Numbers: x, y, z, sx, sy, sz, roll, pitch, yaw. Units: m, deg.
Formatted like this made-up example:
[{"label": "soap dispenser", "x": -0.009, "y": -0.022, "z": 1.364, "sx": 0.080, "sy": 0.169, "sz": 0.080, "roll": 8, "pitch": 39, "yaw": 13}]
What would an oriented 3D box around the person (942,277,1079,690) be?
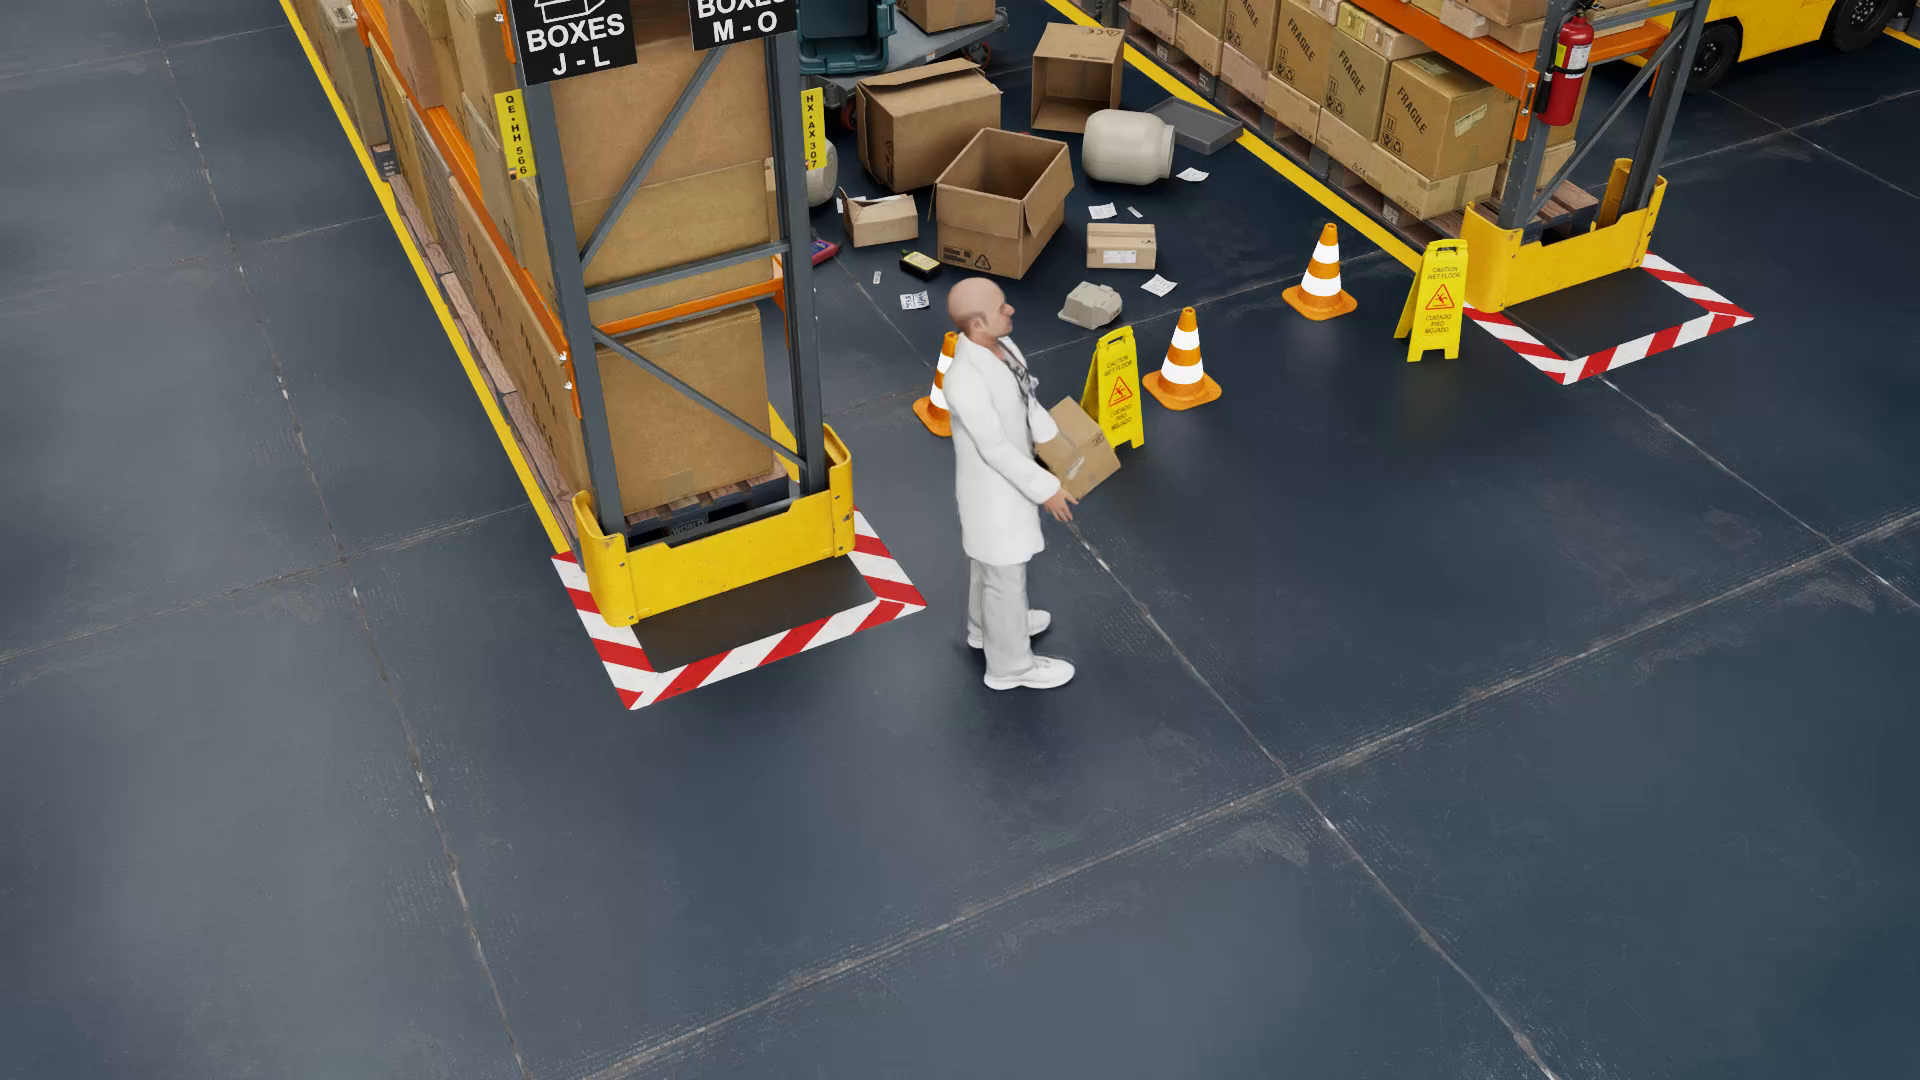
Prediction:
[{"label": "person", "x": 0.218, "y": -0.223, "z": 6.421, "sx": 0.540, "sy": 1.779, "sz": 0.566, "roll": 4, "pitch": 41, "yaw": 4}]
